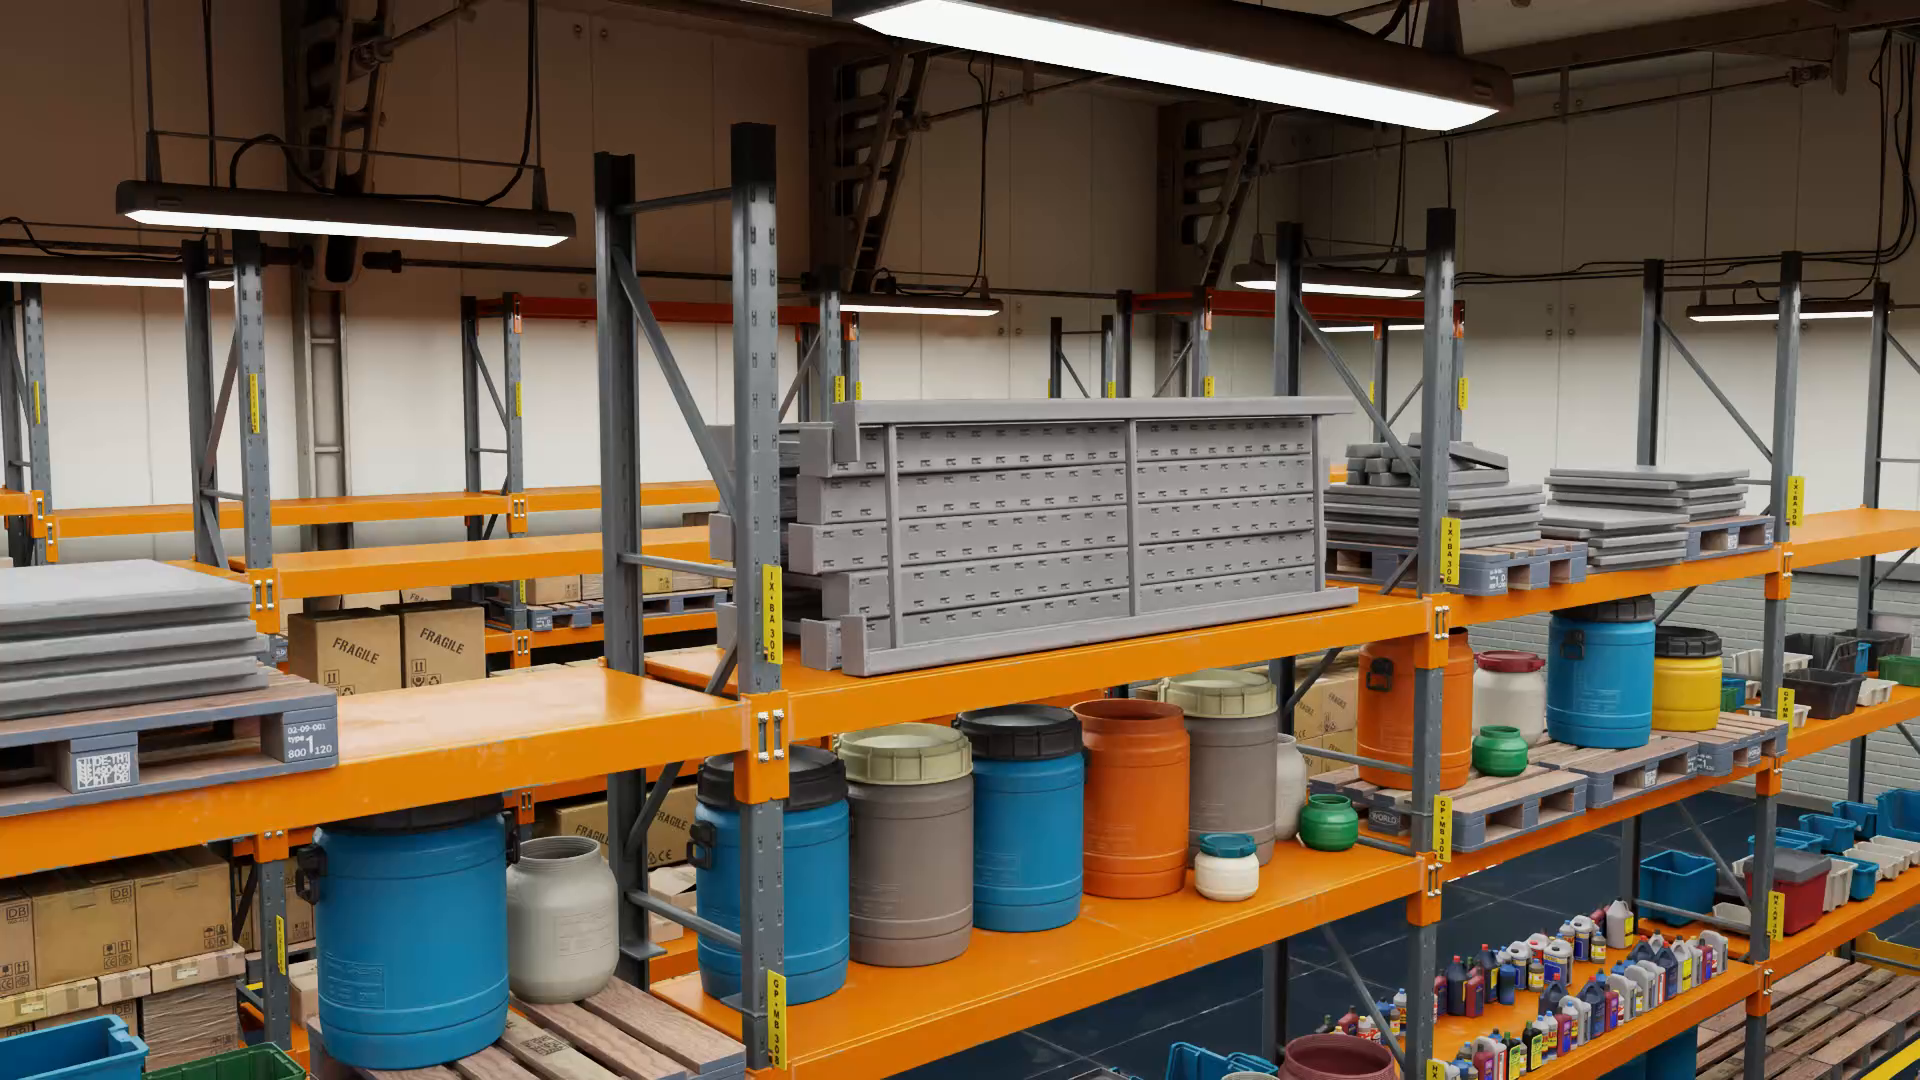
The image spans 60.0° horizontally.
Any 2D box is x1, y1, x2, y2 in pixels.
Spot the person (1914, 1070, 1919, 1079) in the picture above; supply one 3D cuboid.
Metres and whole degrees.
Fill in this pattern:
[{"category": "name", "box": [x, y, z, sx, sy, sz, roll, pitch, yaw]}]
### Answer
[{"category": "person", "box": [5.496, 3.495, 9.126, 0.582, 1.696, 0.750, 5, 7, 41]}]
